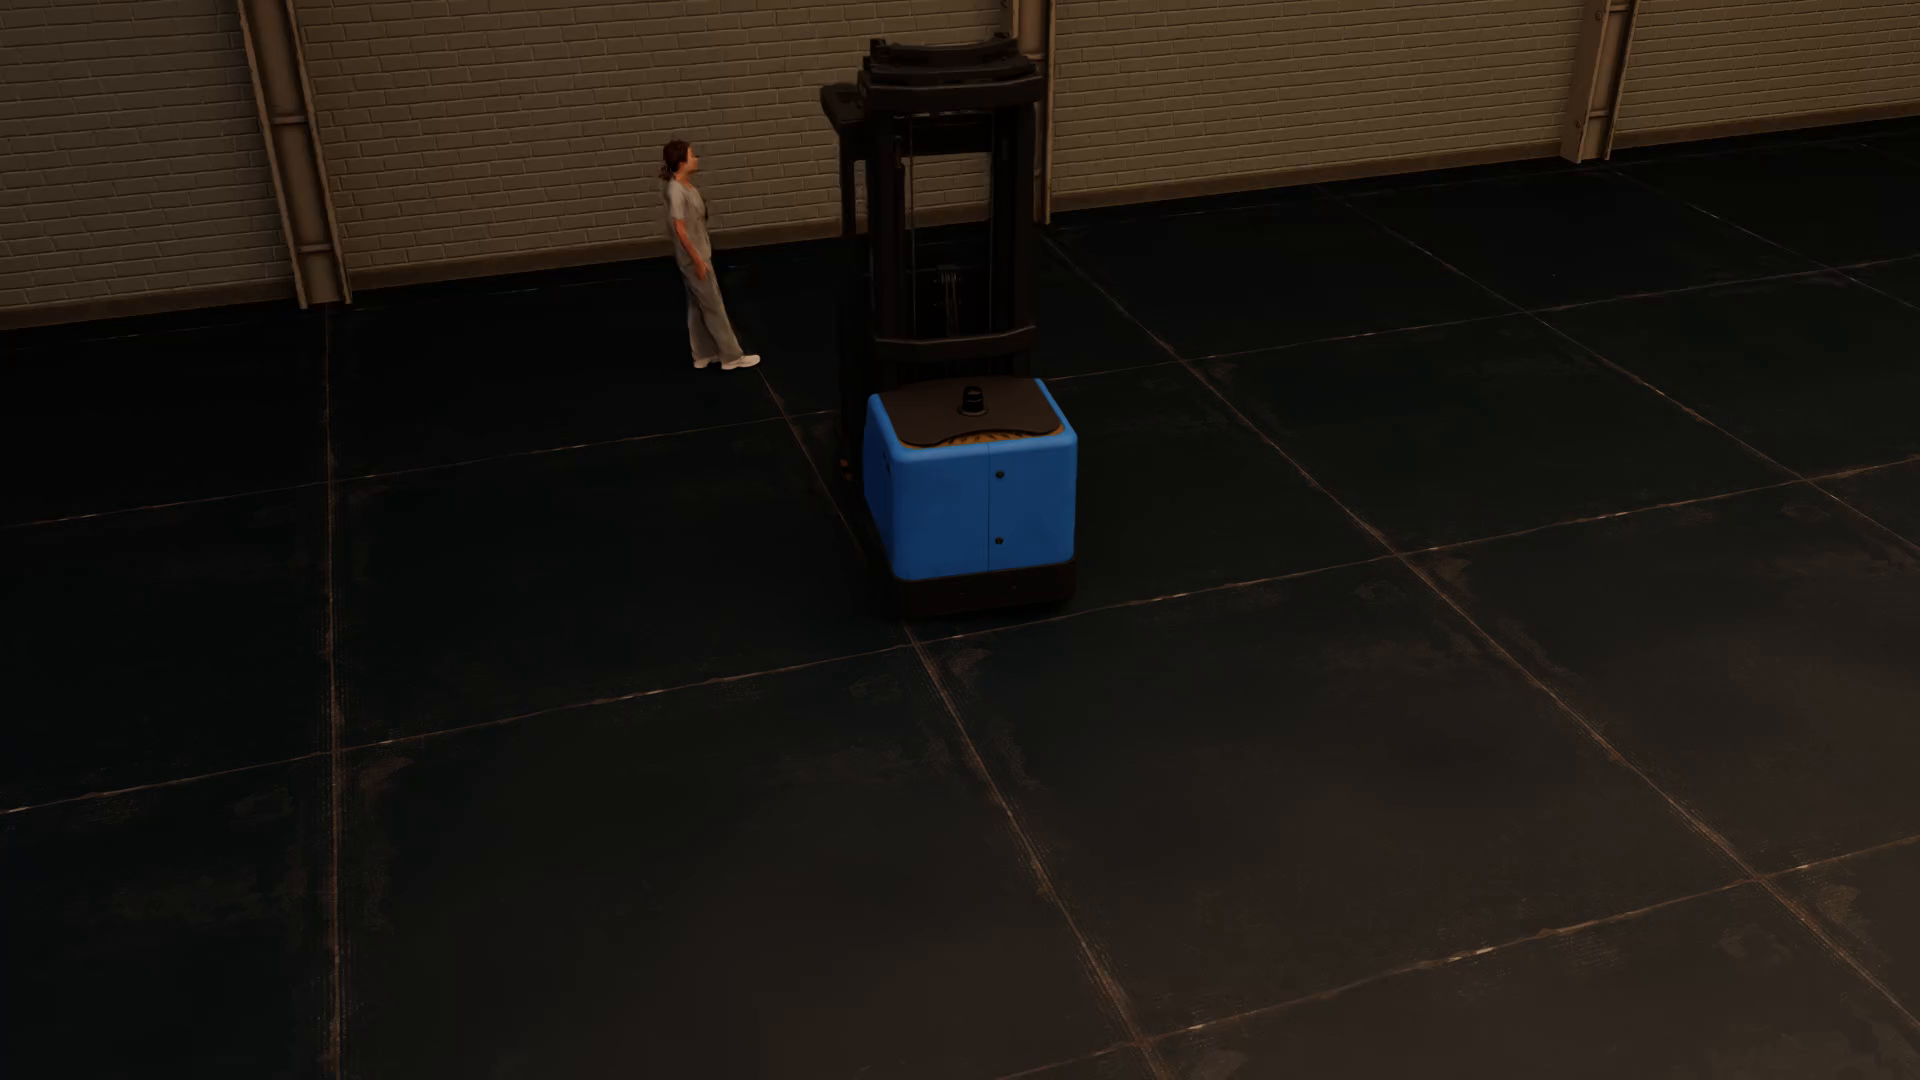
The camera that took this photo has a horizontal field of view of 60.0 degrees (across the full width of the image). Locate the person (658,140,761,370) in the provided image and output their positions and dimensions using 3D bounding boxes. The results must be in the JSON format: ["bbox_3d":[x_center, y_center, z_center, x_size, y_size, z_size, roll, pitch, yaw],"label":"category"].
[{"bbox_3d":[-1.782,-2.016,11.841,0.627,1.675,0.526,-3,30,-5],"label":"person"}]

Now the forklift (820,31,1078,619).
[{"bbox_3d":[-0.181,-1.560,9.798,1.130,2.935,3.031,-7,31,-11],"label":"forklift"}]
